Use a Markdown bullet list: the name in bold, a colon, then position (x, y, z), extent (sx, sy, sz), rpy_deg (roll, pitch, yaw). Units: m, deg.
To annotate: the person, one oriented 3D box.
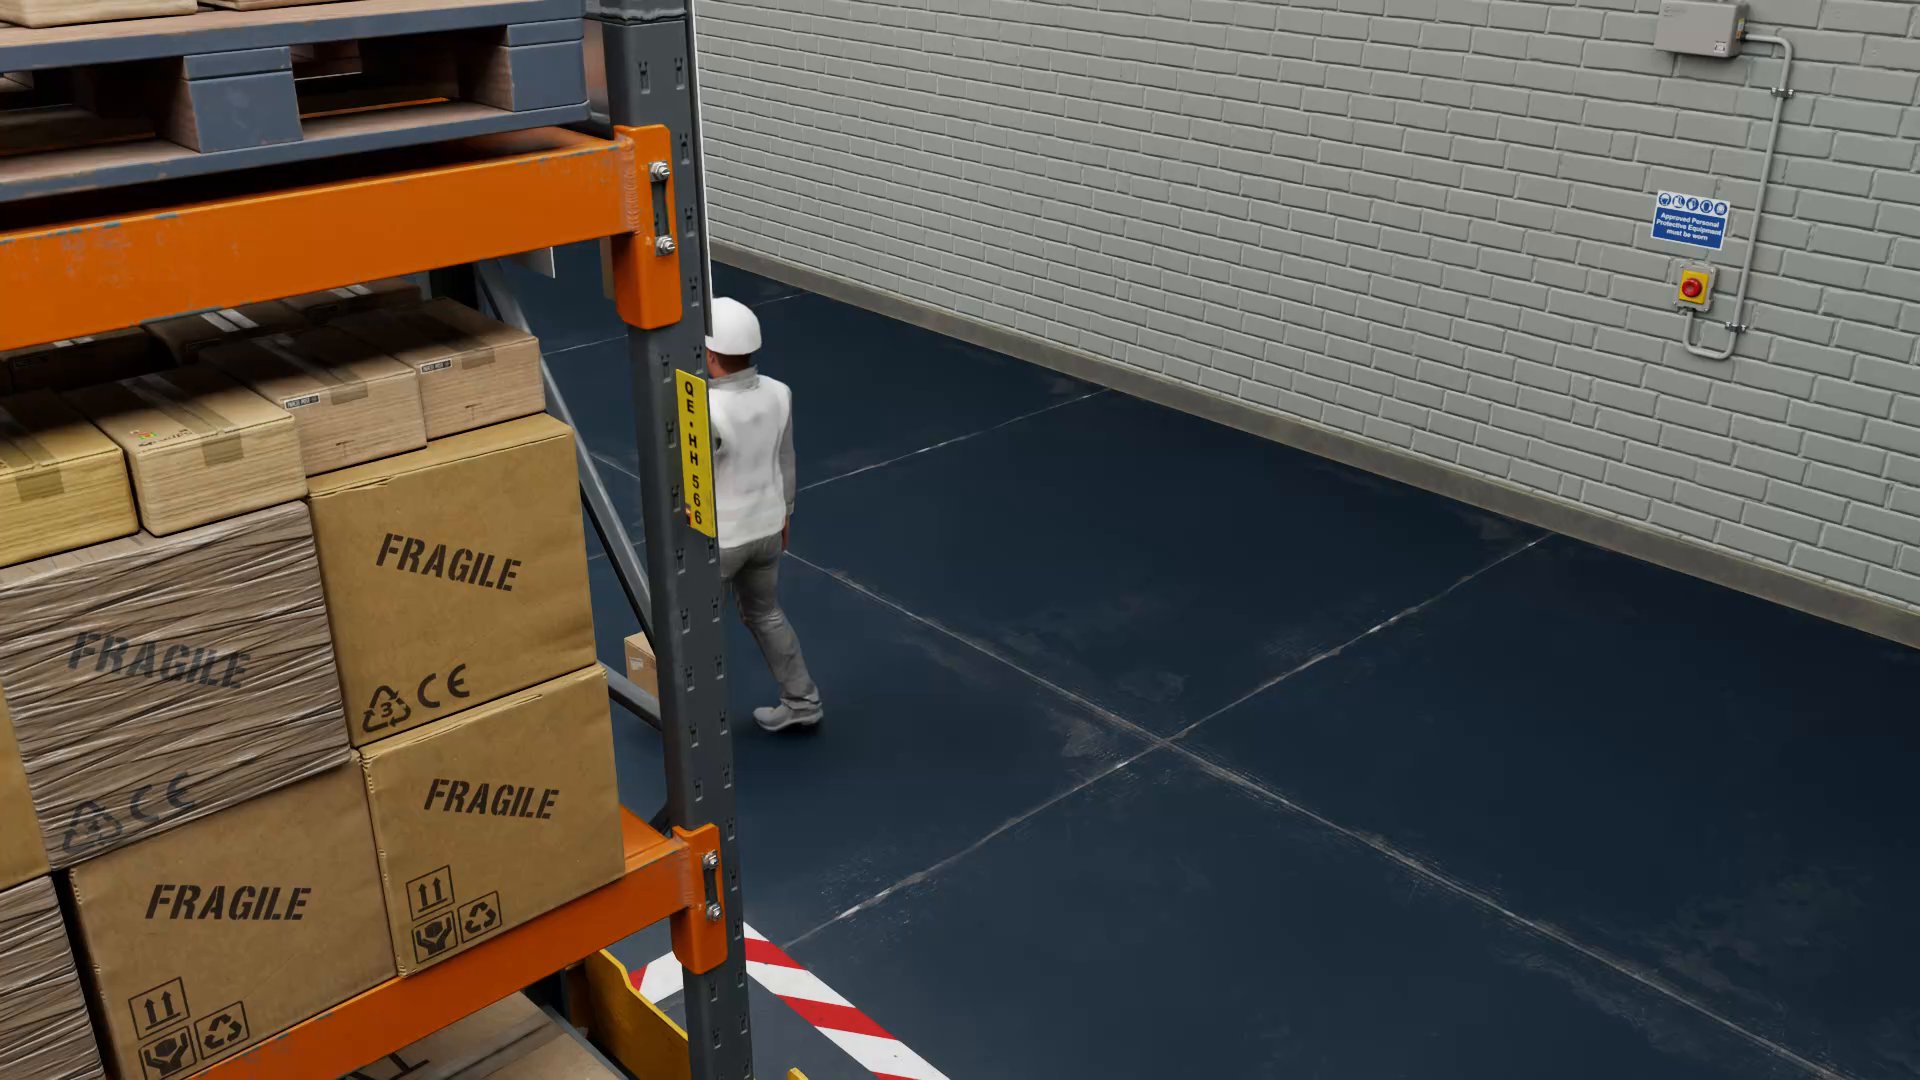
- **person**: position (-0.886, -0.050, 6.174), extent (0.536, 1.773, 0.558), rpy_deg (20, 31, 38)
